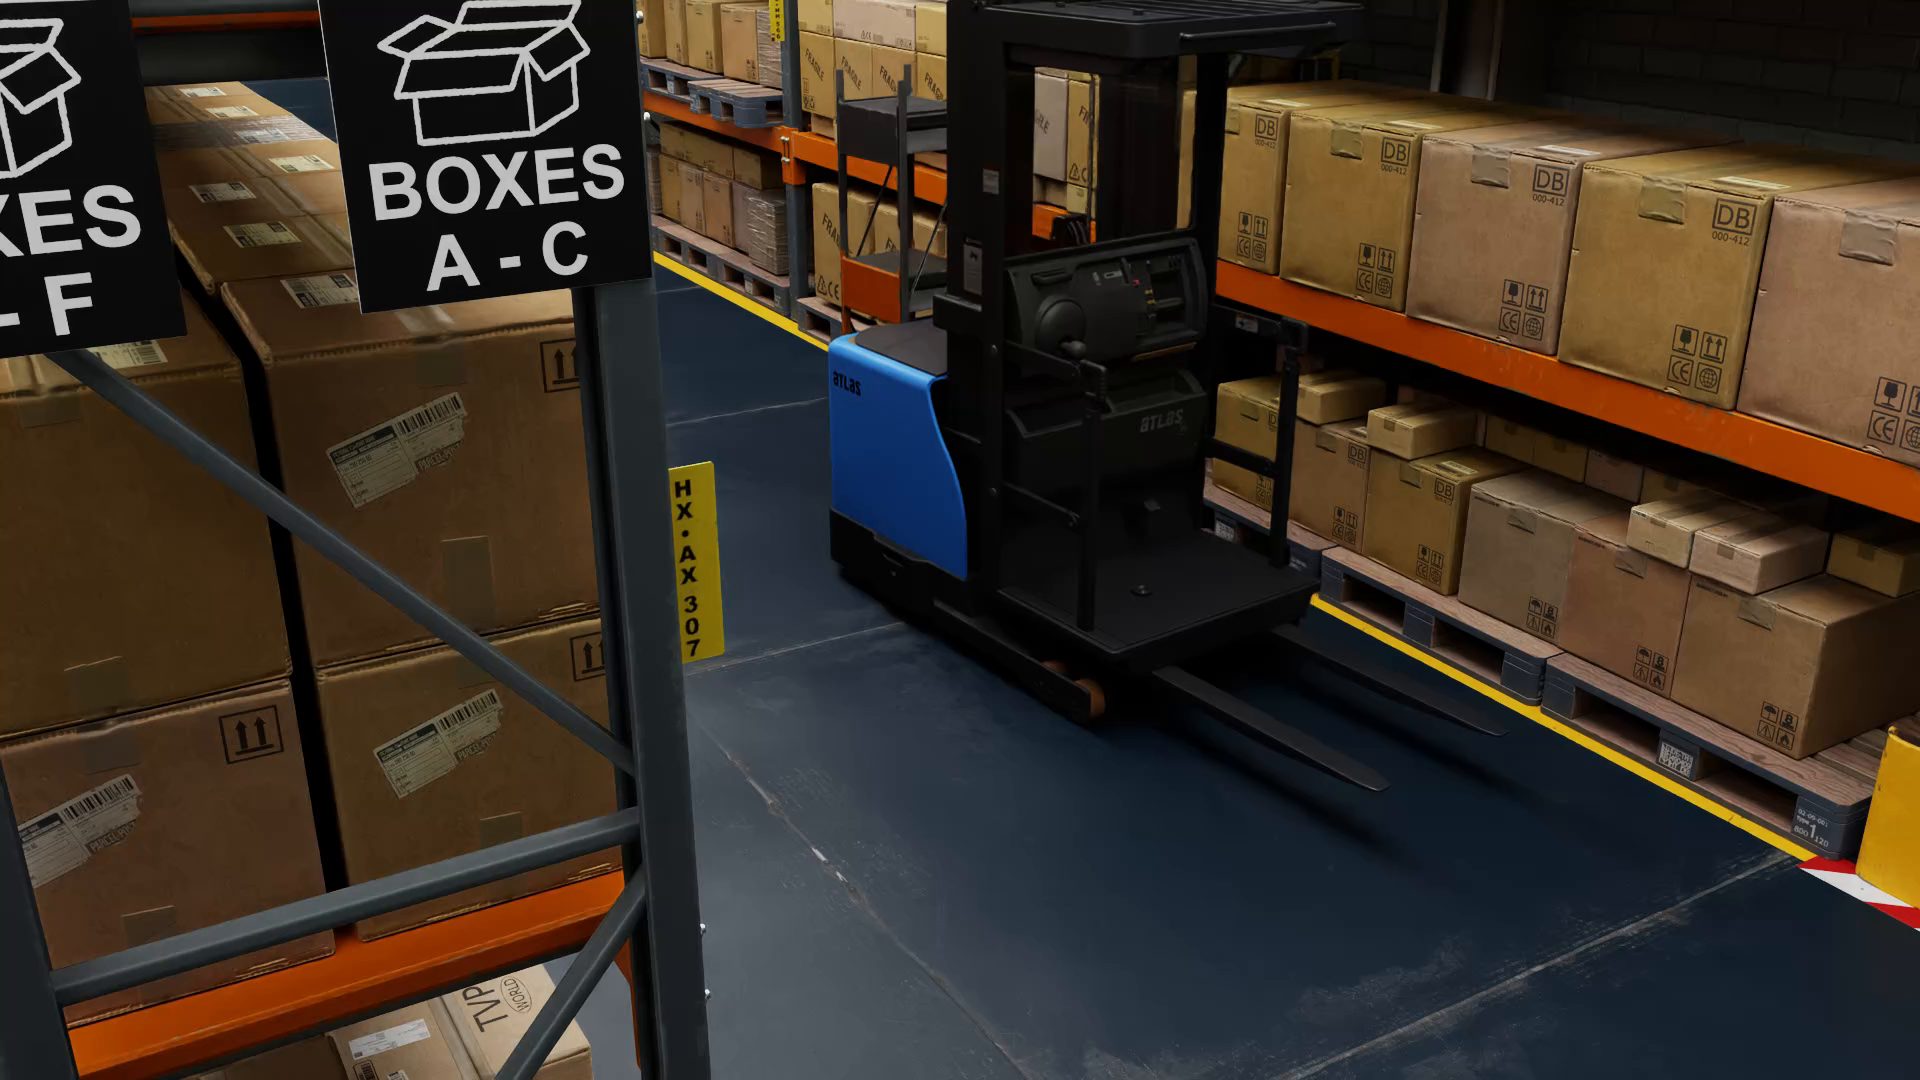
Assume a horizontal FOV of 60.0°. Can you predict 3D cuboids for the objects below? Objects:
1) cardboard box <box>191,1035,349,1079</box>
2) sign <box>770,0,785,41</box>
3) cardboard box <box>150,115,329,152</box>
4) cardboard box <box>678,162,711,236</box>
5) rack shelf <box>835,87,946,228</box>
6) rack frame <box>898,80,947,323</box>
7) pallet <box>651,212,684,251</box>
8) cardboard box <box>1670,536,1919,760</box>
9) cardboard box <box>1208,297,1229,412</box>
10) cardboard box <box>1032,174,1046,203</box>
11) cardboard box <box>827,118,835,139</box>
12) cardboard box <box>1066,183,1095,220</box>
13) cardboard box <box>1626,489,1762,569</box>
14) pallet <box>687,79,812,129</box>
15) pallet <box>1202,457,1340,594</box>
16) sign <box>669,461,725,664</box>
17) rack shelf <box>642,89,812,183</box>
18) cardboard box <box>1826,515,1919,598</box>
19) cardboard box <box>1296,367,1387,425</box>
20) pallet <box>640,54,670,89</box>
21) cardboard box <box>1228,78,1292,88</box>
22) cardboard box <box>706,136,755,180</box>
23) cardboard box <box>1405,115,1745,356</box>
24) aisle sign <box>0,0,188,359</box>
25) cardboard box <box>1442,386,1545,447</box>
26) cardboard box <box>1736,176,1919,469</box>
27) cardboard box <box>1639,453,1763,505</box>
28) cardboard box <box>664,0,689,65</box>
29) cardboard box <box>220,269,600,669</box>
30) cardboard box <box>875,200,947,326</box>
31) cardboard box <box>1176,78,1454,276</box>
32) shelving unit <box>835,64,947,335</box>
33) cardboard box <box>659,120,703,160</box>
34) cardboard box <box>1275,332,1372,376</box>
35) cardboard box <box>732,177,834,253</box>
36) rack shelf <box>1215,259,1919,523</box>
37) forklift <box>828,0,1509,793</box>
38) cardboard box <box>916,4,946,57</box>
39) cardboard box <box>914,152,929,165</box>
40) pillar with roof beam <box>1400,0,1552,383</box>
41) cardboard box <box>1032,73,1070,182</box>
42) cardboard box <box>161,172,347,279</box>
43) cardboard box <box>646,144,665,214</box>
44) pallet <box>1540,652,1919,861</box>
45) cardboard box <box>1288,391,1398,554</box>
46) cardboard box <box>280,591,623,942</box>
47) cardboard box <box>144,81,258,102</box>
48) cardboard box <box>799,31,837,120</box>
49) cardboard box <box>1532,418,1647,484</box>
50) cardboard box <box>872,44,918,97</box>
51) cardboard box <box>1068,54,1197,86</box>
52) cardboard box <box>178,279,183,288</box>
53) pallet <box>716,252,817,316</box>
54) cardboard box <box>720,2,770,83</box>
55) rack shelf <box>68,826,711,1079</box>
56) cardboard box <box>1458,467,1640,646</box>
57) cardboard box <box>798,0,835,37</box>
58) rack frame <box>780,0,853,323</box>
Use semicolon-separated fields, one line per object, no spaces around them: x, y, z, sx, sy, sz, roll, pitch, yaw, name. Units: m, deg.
-1.377;1.371;3.190;0.500;0.500;0.500;-13;25;-28;cardboard box
-1.179;-3.390;10.737;0.100;0.325;0.005;-13;25;-28;sign
-1.928;-0.816;4.376;0.500;0.500;0.500;-12;25;-28;cardboard box
-1.837;-2.773;13.386;0.700;0.500;0.500;-12;25;-28;cardboard box
-0.242;-1.712;7.412;0.431;0.518;0.480;-15;27;-33;rack shelf
-0.097;-1.002;7.488;0.400;2.100;0.015;-15;27;-33;rack frame
-2.361;-2.749;14.296;1.003;0.211;1.213;-13;25;-28;pallet
2.926;0.348;5.735;0.700;0.500;0.500;-13;25;-28;cardboard box
0.883;-1.087;8.800;0.750;0.750;0.750;-12;25;-28;cardboard box
0.482;-1.895;8.797;0.380;0.149;0.250;-13;25;-28;cardboard box
-0.627;-2.657;10.671;0.380;0.149;0.250;-12;25;-28;cardboard box
0.761;-1.728;8.387;0.380;0.149;0.250;-12;25;-27;cardboard box
2.573;-0.042;5.832;0.380;0.149;0.250;-12;25;-27;cardboard box
-1.173;-3.120;11.757;1.213;0.211;1.003;-13;25;-28;pallet
1.648;-0.150;7.901;1.003;0.211;1.213;-13;25;-28;pallet
-0.421;0.040;2.580;0.100;0.325;0.005;-13;25;-28;sign
-1.739;-3.312;12.932;1.077;0.370;4.000;-13;25;-28;rack shelf
3.162;0.049;5.608;0.380;0.149;0.250;-12;25;-28;cardboard box
1.638;-0.633;7.285;0.380;0.149;0.250;-12;25;-26;cardboard box
-2.495;-3.929;13.748;1.003;0.211;1.213;-13;25;-28;pallet
1.308;-2.094;8.426;0.500;0.500;0.500;-14;26;-30;cardboard box
-1.634;-2.977;12.890;0.500;0.250;0.500;-13;25;-28;cardboard box
2.338;-1.193;6.364;0.980;0.700;0.700;-14;26;-31;cardboard box
-1.116;-0.578;1.797;0.394;0.787;0.004;-13;25;-28;aisle sign
2.251;-0.526;7.023;0.380;0.149;0.250;-12;25;-28;cardboard box
3.101;-0.711;5.178;0.980;0.700;0.700;-11;25;-26;cardboard box
2.775;-0.196;6.210;0.380;0.149;0.250;-12;25;-28;cardboard box
-1.887;-3.982;12.909;0.700;0.500;0.500;-9;24;-21;cardboard box
-0.887;-0.158;2.757;0.500;0.500;0.500;-12;25;-27;cardboard box
-0.012;-1.649;10.181;0.750;0.750;0.750;-13;25;-28;cardboard box
1.589;-1.664;7.522;0.980;0.700;0.700;-12;25;-27;cardboard box
-0.242;-1.076;7.670;0.431;2.100;0.503;-15;27;-33;shelving unit
-2.142;-3.309;13.709;0.500;0.250;0.500;-13;26;-29;cardboard box
1.717;-0.864;7.853;0.380;0.149;0.250;-13;25;-29;cardboard box
-1.293;-2.456;12.606;0.700;0.500;0.500;-13;25;-28;cardboard box
2.348;-0.723;6.561;1.077;0.370;4.000;-13;25;-28;rack shelf
0.697;-0.889;6.107;1.130;2.935;3.031;-15;27;-33;forklift
0.094;-2.843;9.273;0.500;0.250;0.500;-13;26;-29;cardboard box
-0.067;-2.329;9.864;0.380;0.149;0.250;-12;25;-27;cardboard box
-1.273;-3.594;4.704;9.100;9.000;0.400;-13;25;-28;pillar with roof beam
0.605;-2.161;8.590;0.500;0.500;0.500;-12;25;-28;cardboard box
-1.412;-0.489;3.570;0.500;0.500;0.500;-12;25;-28;cardboard box
-2.370;-3.104;14.199;0.700;0.500;0.500;-12;25;-26;cardboard box
2.894;0.640;5.958;1.003;0.211;1.213;-13;25;-28;pallet
1.874;-0.315;7.364;0.700;0.500;0.500;-13;25;-29;cardboard box
-0.887;0.305;2.945;0.500;0.500;0.500;-12;25;-27;cardboard box
-2.449;-1.145;5.184;0.500;0.500;0.500;-12;25;-28;cardboard box
-0.689;-2.985;10.618;0.500;0.500;0.500;-12;25;-27;cardboard box
2.513;-0.361;6.616;0.380;0.149;0.250;-12;25;-28;cardboard box
-0.177;-2.653;9.800;0.500;0.500;0.500;-13;25;-28;cardboard box
0.868;-2.346;8.050;0.500;0.250;0.500;-12;25;-27;cardboard box
-1.610;-0.219;2.905;0.500;0.500;0.500;-12;25;-27;cardboard box
-1.115;-1.960;12.352;1.003;0.211;1.213;-13;25;-28;pallet
-1.274;-3.574;11.904;0.700;0.500;0.500;-15;27;-33;cardboard box
-1.909;0.231;4.214;1.077;0.370;4.000;-13;25;-28;rack shelf
2.413;0.023;6.533;0.700;0.500;0.500;-14;26;-30;cardboard box
-0.692;-3.333;10.478;0.500;0.250;0.500;-12;25;-27;cardboard box
-0.717;-2.998;11.204;1.000;3.000;0.127;-13;25;-28;rack frame
